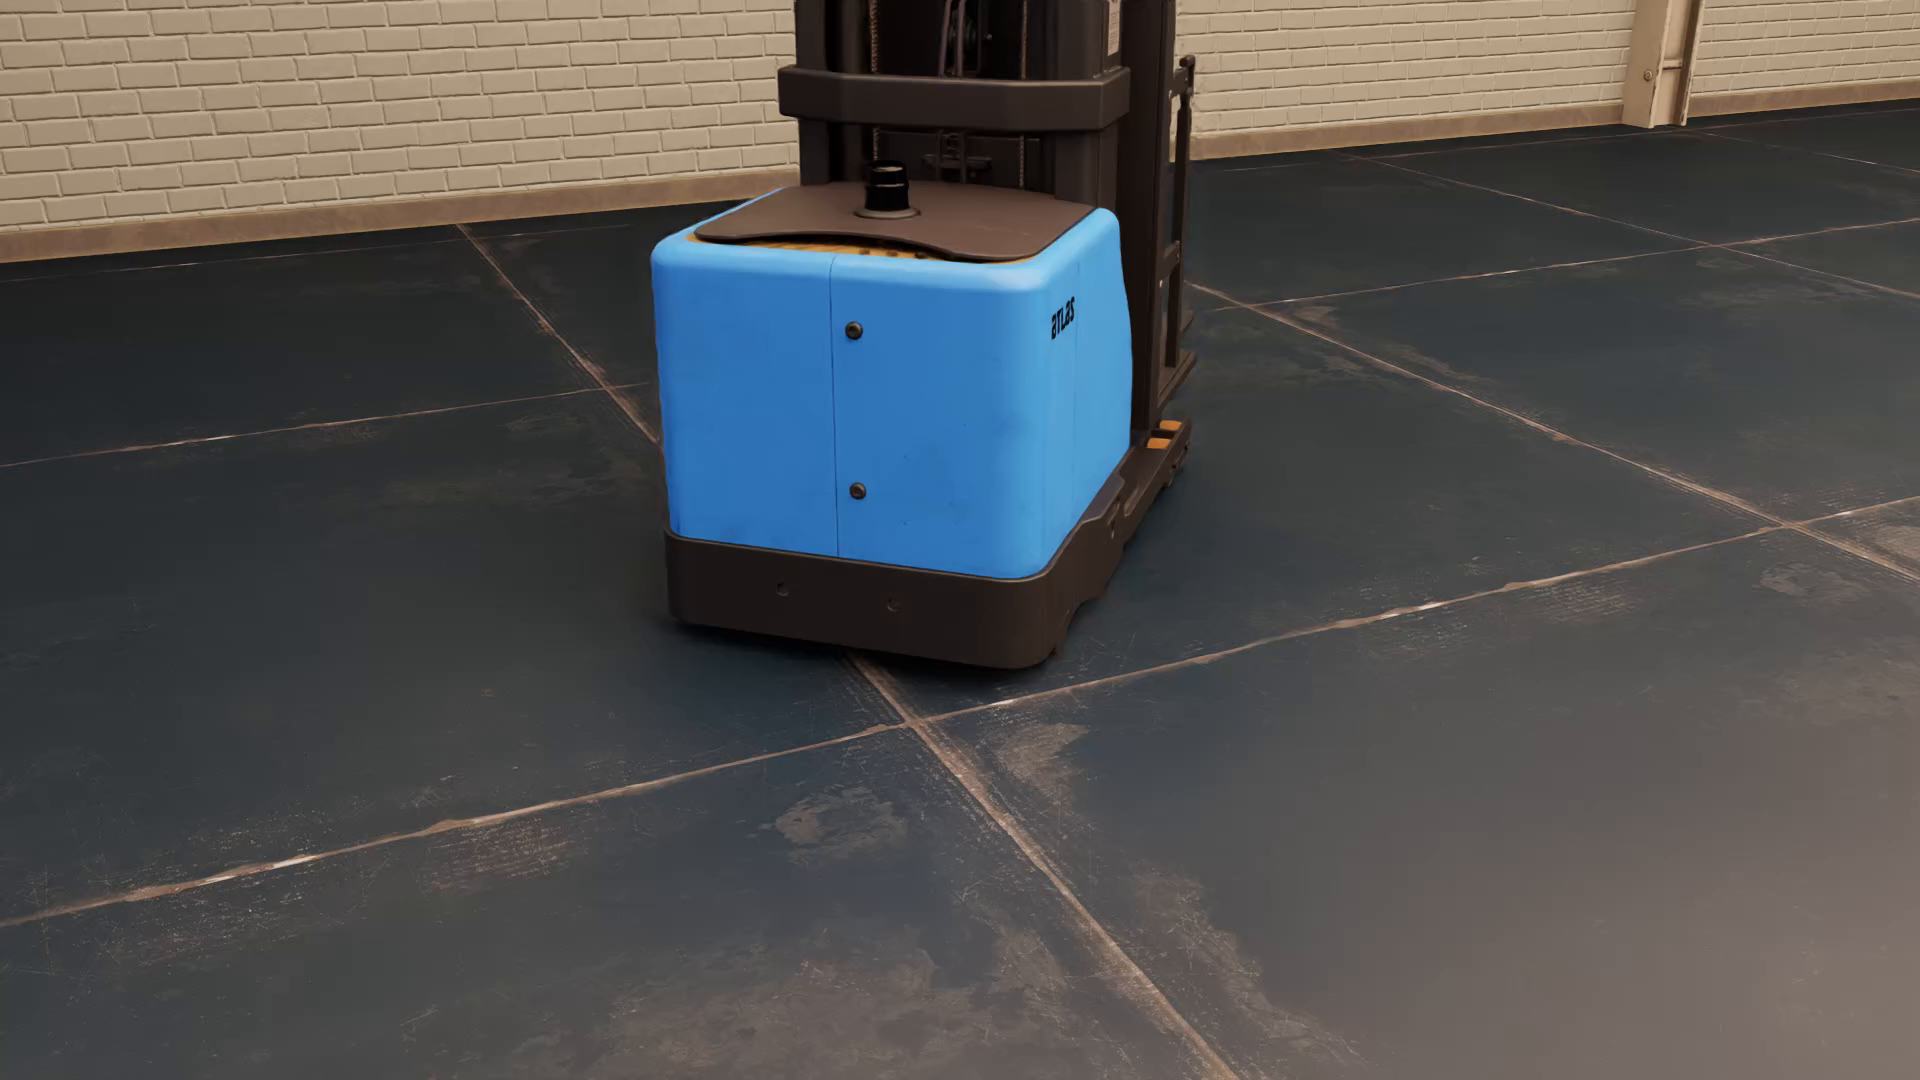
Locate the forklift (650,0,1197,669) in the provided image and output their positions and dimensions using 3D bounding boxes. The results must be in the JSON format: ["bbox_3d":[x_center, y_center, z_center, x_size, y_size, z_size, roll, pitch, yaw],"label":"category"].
[{"bbox_3d":[0.159,-1.569,5.062,1.130,2.935,3.031,7,24,17],"label":"forklift"}]
